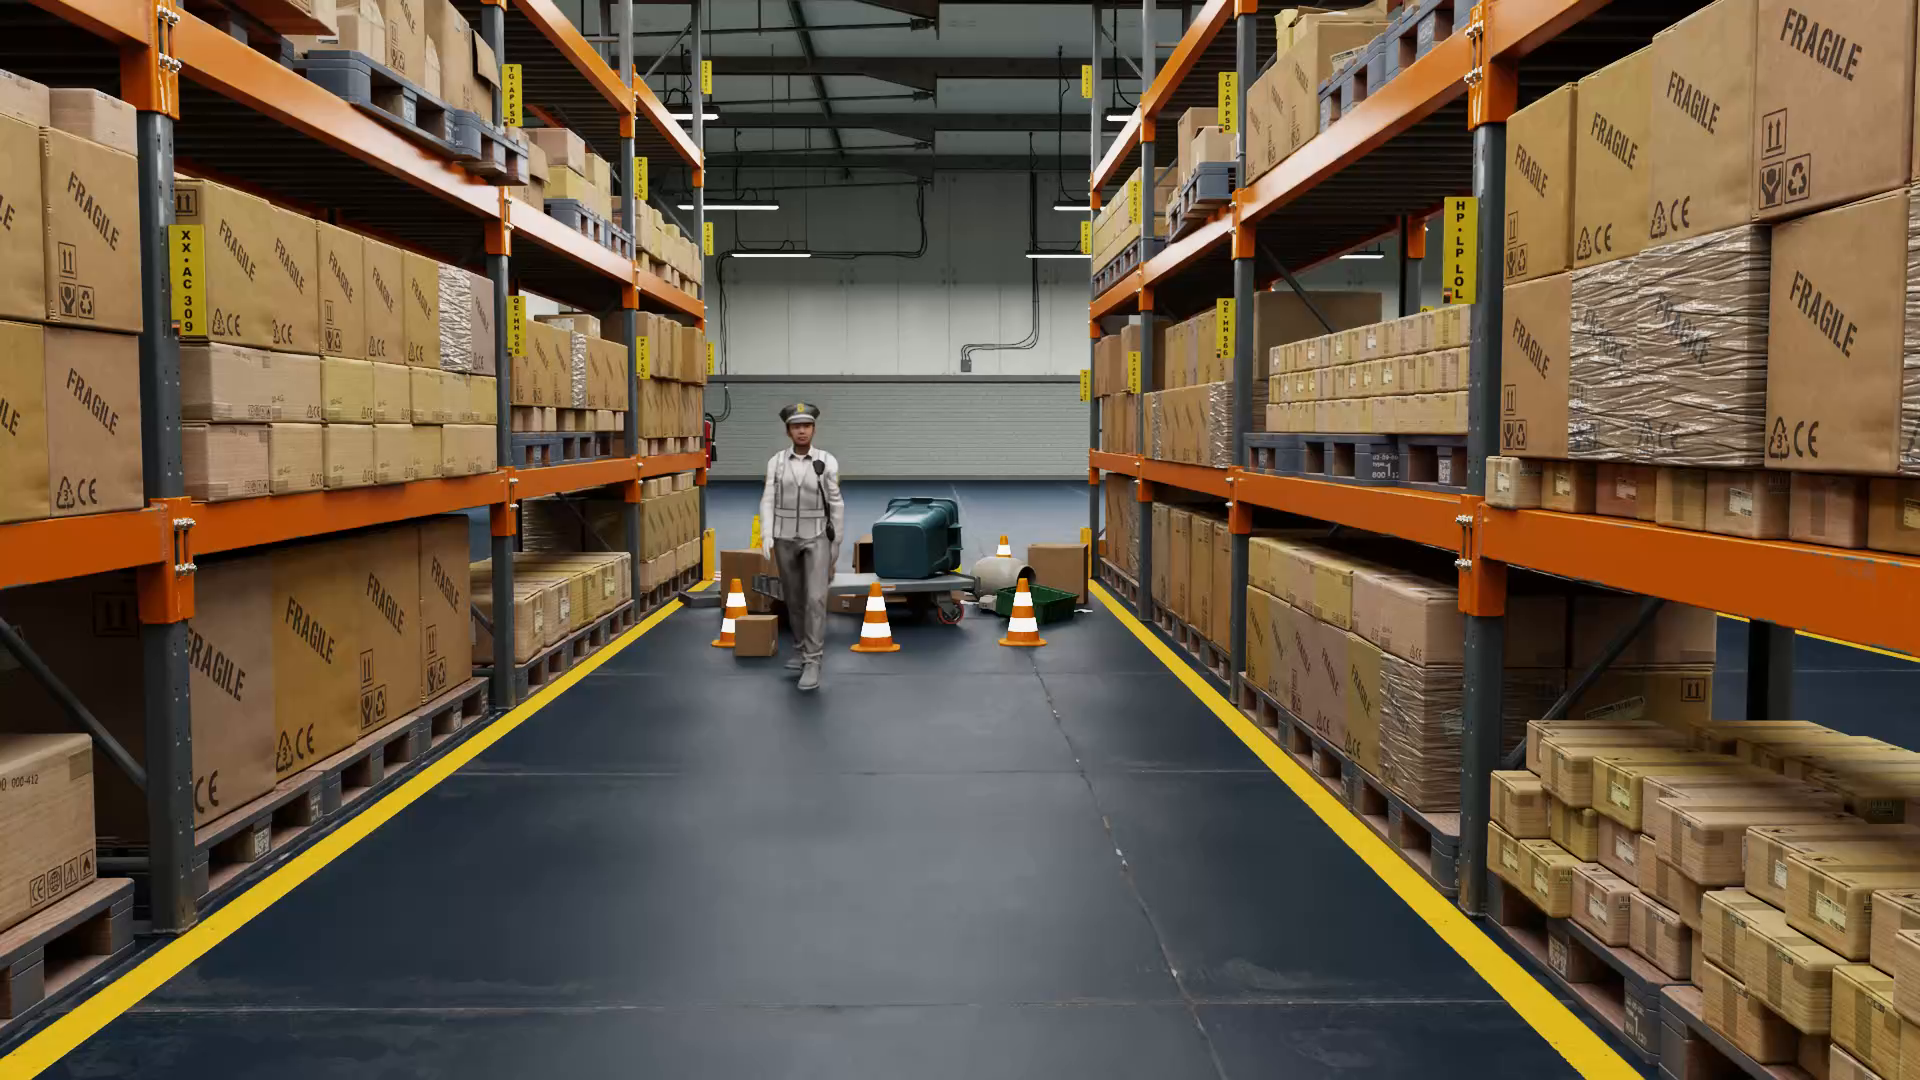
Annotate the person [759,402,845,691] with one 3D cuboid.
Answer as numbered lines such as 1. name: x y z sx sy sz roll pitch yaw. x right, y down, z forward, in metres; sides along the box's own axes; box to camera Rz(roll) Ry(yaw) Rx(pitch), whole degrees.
1. person: -0.962 0.007 9.947 0.482 1.660 0.922 0 4 6
